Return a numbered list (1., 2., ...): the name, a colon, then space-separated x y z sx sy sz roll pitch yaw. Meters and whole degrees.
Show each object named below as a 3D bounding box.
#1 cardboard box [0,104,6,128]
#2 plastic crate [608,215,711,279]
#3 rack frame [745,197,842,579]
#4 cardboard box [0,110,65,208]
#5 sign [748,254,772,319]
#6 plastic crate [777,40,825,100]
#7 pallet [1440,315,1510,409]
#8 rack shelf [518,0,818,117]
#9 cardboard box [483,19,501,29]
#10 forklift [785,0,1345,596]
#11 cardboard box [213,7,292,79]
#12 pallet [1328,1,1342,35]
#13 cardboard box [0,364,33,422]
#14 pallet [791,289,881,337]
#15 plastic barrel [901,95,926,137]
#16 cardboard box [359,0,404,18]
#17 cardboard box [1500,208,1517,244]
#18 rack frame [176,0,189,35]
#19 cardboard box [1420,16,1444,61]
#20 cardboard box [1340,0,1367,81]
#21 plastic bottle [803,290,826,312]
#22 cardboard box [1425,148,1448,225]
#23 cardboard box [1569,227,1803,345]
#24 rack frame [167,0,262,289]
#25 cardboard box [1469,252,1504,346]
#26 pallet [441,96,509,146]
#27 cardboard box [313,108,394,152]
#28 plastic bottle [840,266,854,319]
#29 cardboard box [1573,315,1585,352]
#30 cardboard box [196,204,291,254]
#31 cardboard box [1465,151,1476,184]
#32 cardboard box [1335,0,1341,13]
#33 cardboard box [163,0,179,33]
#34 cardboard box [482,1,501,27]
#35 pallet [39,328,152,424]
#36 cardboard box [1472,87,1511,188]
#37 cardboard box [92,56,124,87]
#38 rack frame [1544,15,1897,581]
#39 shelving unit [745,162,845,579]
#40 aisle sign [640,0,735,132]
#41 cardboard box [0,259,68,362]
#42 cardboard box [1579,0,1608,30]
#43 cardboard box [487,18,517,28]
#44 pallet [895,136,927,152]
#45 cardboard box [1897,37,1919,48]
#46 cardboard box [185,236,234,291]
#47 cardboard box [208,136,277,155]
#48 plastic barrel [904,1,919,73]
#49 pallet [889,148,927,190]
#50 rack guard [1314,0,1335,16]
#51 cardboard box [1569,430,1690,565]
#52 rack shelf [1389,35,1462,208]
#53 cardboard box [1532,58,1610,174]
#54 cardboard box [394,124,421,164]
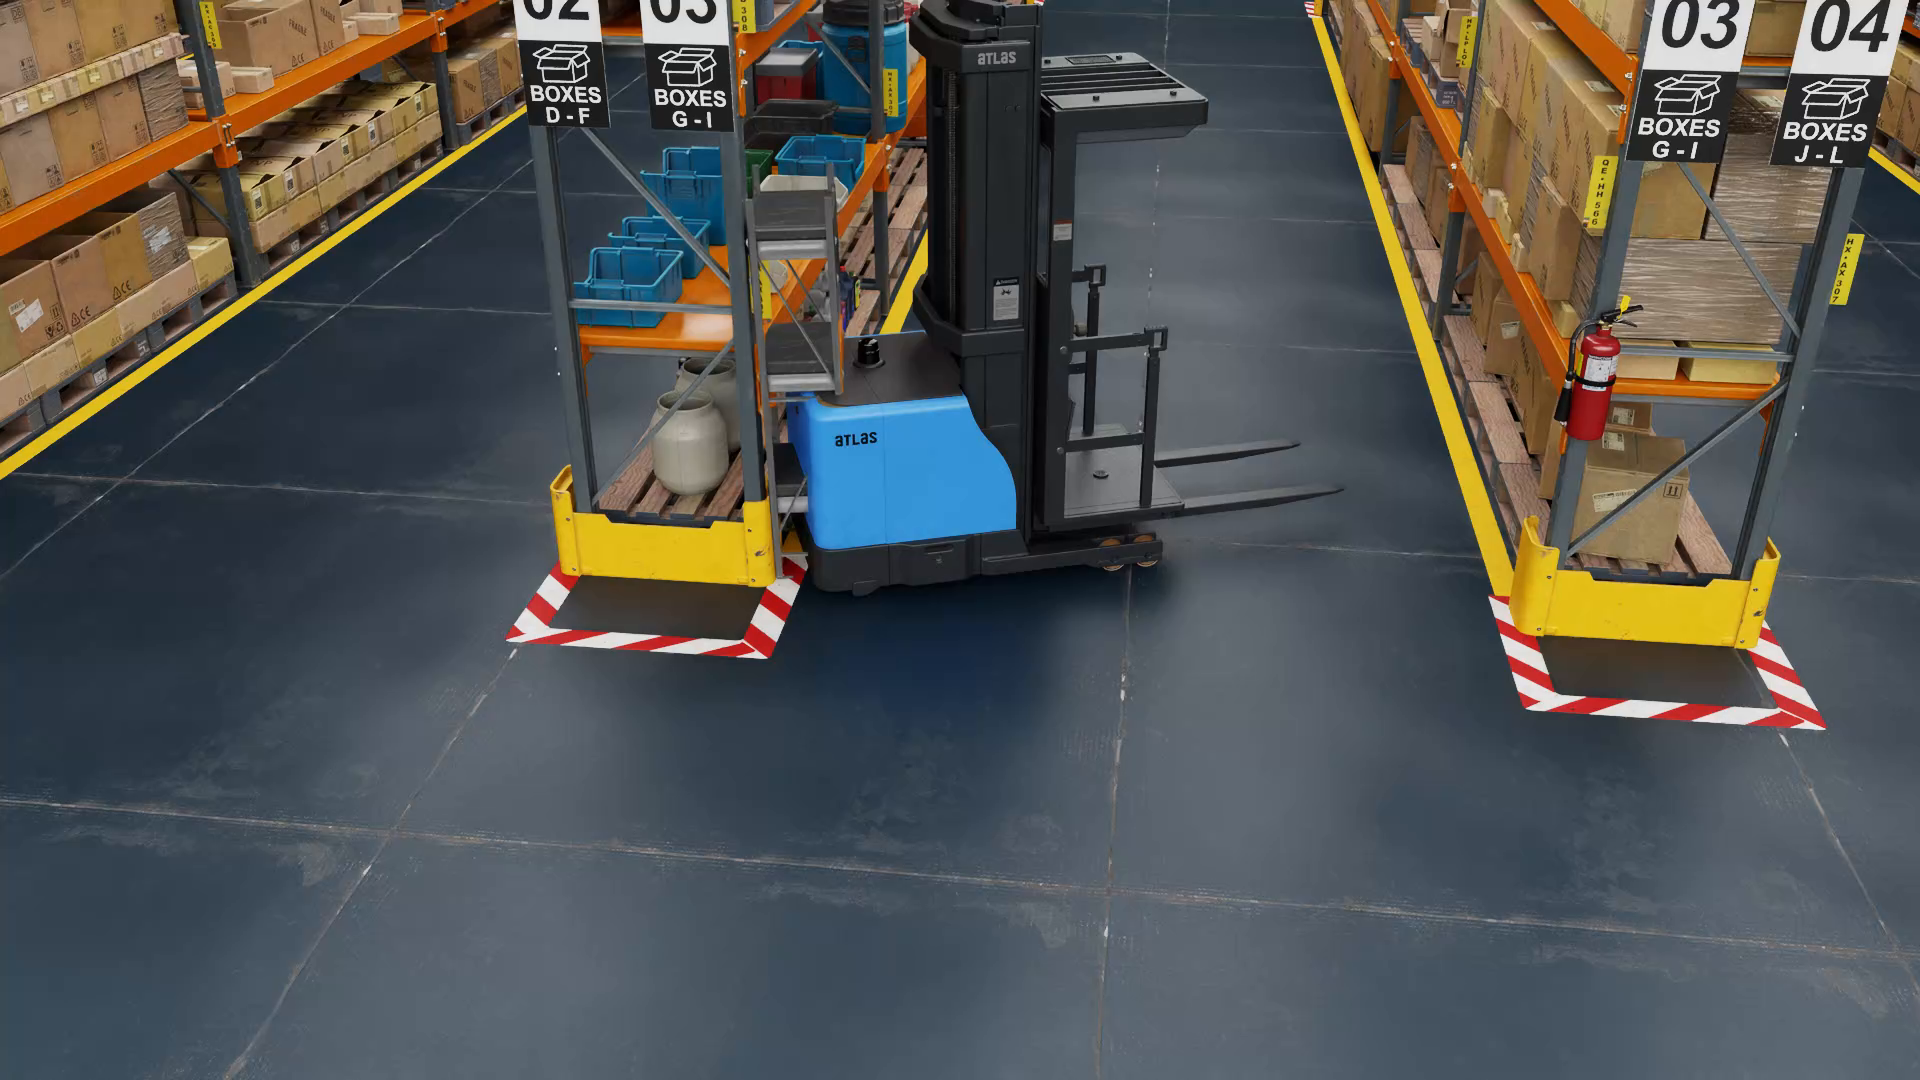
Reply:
1. cardboard box: -6.015 -2.542 10.017 0.380 0.149 0.250 3 28 6
2. plastic crate: -1.667 -1.637 9.283 0.499 0.251 0.408 3 28 6
3. rack frame: -0.788 -0.699 8.308 0.400 2.100 0.015 -2 32 -2
4. cardboard box: -6.175 -2.426 10.485 0.700 0.500 0.500 4 29 8
5. sign: -0.971 -1.232 8.083 0.100 0.325 0.005 3 28 6
6. plastic crate: -1.200 -3.557 12.707 0.392 0.384 0.575 3 28 6
7. pallet: 3.842 -1.194 11.243 1.003 0.211 1.213 3 28 6
8. rack shelf: -1.272 -3.090 9.418 1.077 0.370 4.000 3 28 6
9. cardboard box: -5.386 -5.476 18.423 0.500 0.500 0.500 4 29 7
10. forklift: 0.610 -1.362 8.687 3.031 2.935 1.130 -7 29 -12
11. cardboard box: -5.767 -3.969 13.350 0.500 0.500 0.500 5 29 10
12. pallet: 5.339 -6.779 21.611 1.003 0.211 1.213 3 28 6
13. cardboard box: -6.088 -0.883 10.183 0.500 0.250 0.500 3 28 6
14. pallet: -1.150 -1.486 11.785 1.003 0.211 1.213 3 28 6
15. plastic barrel: -0.493 -4.371 16.046 0.600 0.830 0.708 3 28 6
16. cardboard box: -5.540 -4.992 15.447 0.500 0.311 0.500 5 29 9
17. cardboard box: 3.394 -1.838 9.764 0.380 0.149 0.250 3 28 6
18. rack frame: -9.879 -7.369 19.765 1.000 3.000 0.127 3 28 6
19. cardboard box: 3.946 -3.965 13.163 0.500 0.250 0.500 3 28 5
20. cardboard box: 4.811 -5.452 18.005 1.225 0.875 0.875 3 29 6
21. plastic bottle: -0.993 -1.608 11.481 0.152 0.276 0.135 3 28 6
22. cardboard box: 4.199 -2.870 13.586 0.700 0.500 0.500 6 29 10
23. cardboard box: 3.494 -1.289 8.060 0.875 0.500 0.500 3 28 6
24. rack frame: -5.942 -3.317 12.244 1.000 3.000 0.127 3 28 6
25. cardboard box: 3.800 -1.638 11.320 0.500 0.500 0.500 3 28 5
26. pallet: -5.323 -4.321 17.048 1.003 0.211 1.213 3 28 6
27. cardboard box: -5.394 -3.678 14.779 0.500 0.311 0.500 3 28 6
28. plastic bottle: -0.819 -1.735 11.636 0.144 0.351 0.185 3 28 5
29. cardboard box: 3.260 -1.010 8.226 0.380 0.149 0.250 3 28 6
30. cardboard box: -5.647 -2.467 13.122 0.500 0.250 0.500 3 28 5
31. cardboard box: 3.521 -2.428 10.859 0.380 0.149 0.250 3 28 6
32. cardboard box: 5.360 -7.331 21.493 0.875 0.875 0.875 3 28 6
33. cardboard box: -9.829 -6.294 19.593 0.750 0.750 0.750 4 29 7
34. cardboard box: -5.386 -5.822 18.274 0.500 0.250 0.500 3 29 6
35. pallet: -6.228 -1.141 11.146 1.003 0.211 1.213 3 28 6
36. cardboard box: 3.676 -2.473 10.258 0.875 0.500 0.500 3 28 6
37. cardboard box: -5.856 -3.143 11.131 0.380 0.149 0.250 3 28 6
38. rack frame: 3.399 -0.856 7.677 1.000 3.000 0.127 3 28 6
39. shelving unit: -0.800 -0.827 8.516 0.431 2.100 0.503 -2 32 -2
40. aisle sign: -1.235 -2.238 7.500 0.394 0.787 0.004 3 28 6
41. cardboard box: -6.038 -1.449 10.444 0.500 0.500 0.500 3 28 6
42. cardboard box: 3.264 -2.588 7.886 0.500 0.250 0.500 4 29 7
43. cardboard box: -4.869 -5.459 18.391 0.500 0.500 0.500 4 29 7
44. pallet: -0.481 -4.056 16.556 1.003 0.211 1.213 3 28 6
45. cardboard box: 9.297 -4.761 16.326 0.500 0.250 0.500 4 29 8
46. cardboard box: -5.782 -2.060 12.368 0.500 0.250 0.500 3 28 6
47. cardboard box: -6.056 -3.225 13.939 0.500 0.311 0.500 3 28 6
48. plastic barrel: -0.549 -4.074 13.505 0.433 0.535 0.433 0 28 0
49. pallet: -0.670 -3.320 15.190 1.003 0.211 1.213 3 28 6
50. rack guard: 5.362 -7.299 22.271 1.175 0.500 0.348 3 28 6
51. cardboard box: 3.492 -0.234 8.714 0.500 0.500 0.500 9 30 16
52. rack shelf: 4.134 -3.364 13.090 1.077 0.370 4.000 3 28 6
53. cardboard box: 3.340 -2.216 8.727 0.500 0.500 0.500 3 28 6
54. cardboard box: -5.334 -3.669 15.355 0.500 0.250 0.500 3 28 6
